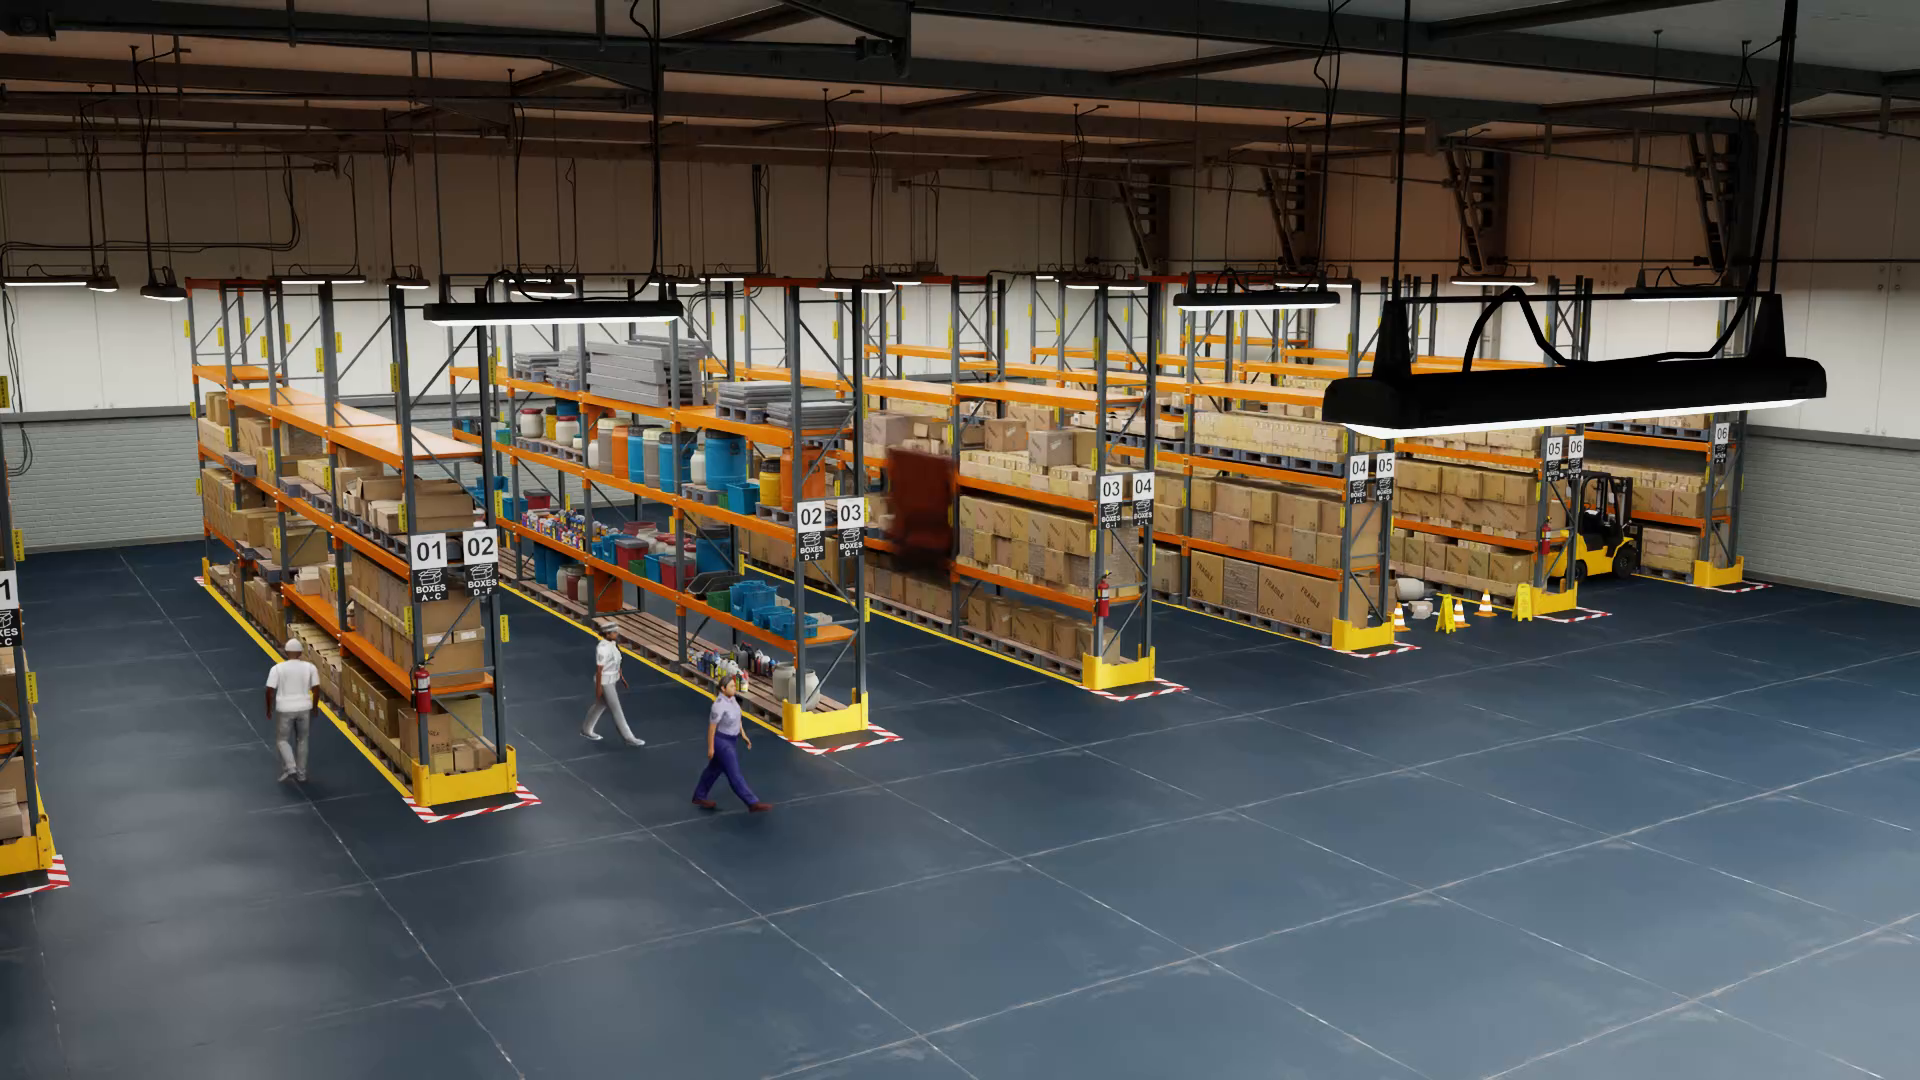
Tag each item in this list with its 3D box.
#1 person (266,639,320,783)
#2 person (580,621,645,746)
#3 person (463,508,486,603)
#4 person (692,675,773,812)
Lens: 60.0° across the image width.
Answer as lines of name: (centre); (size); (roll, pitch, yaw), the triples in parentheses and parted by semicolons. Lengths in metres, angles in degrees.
person: (-8.124, 2.099, 20.331); (0.620, 1.736, 0.696); (-5, 11, -29)
person: (-4.582, 1.870, 21.869); (0.985, 1.620, 0.497); (1, 10, 9)
person: (-8.987, 0.297, 30.914); (0.659, 1.768, 0.417); (-6, 11, -30)
person: (-2.631, 2.340, 19.181); (1.030, 1.586, 0.521); (1, 10, 5)
